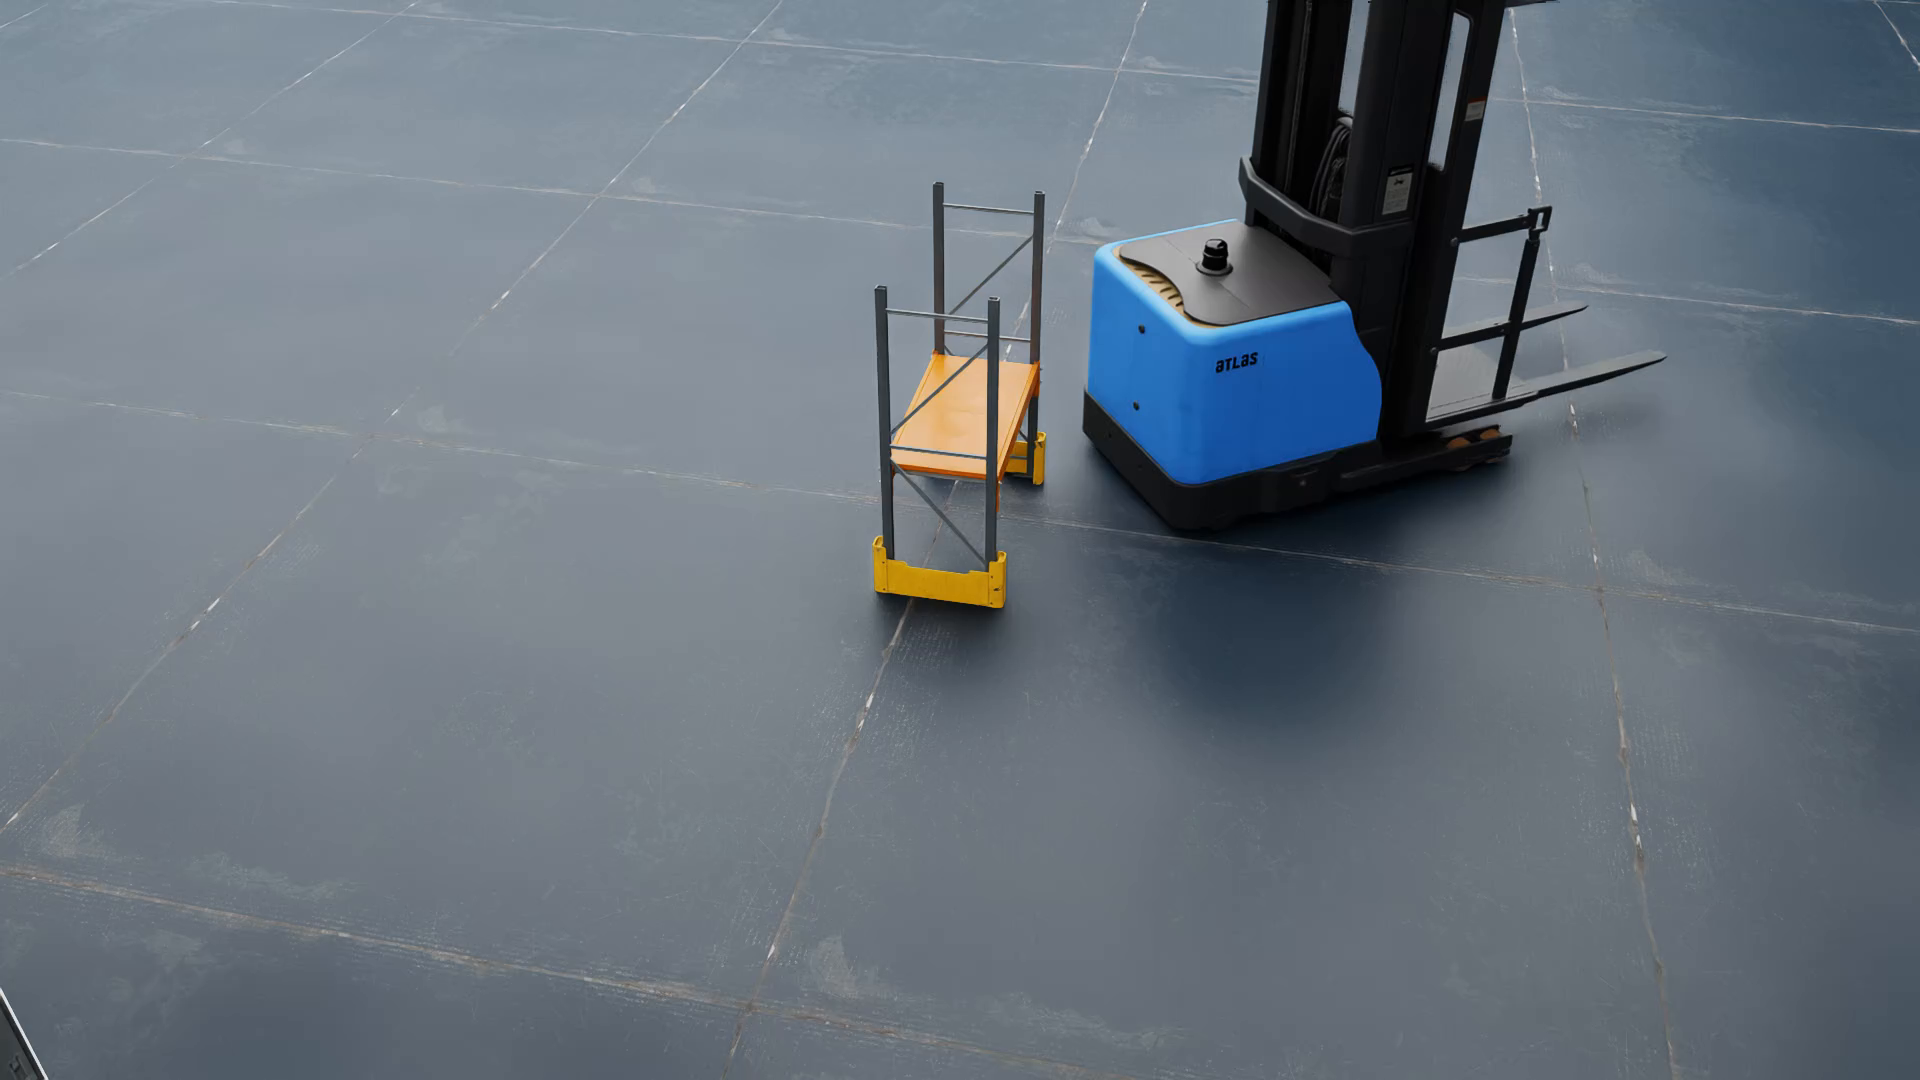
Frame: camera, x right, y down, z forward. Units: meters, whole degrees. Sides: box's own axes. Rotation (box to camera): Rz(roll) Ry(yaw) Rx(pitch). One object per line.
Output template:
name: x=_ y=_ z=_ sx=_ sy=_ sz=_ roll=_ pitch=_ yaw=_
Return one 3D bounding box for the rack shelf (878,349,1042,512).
rack shelf: x=0.018 y=-0.511 z=7.483 sx=0.538 sy=0.185 sz=1.000 roll=7 pitch=37 yaw=10

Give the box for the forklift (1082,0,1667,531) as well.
forklift: x=2.182 y=-1.793 z=7.727 sx=3.031 sy=2.935 sz=1.130 roll=-14 pitch=38 yaw=-19

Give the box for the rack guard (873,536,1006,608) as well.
rack guard: x=-0.090 y=0.141 z=7.343 sx=0.587 sy=0.250 sz=0.087 roll=7 pitch=37 yaw=10

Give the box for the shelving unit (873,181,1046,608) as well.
shelving unit: x=0.016 y=-0.651 z=7.370 sx=0.587 sy=1.500 sz=1.083 roll=7 pitch=37 yaw=10

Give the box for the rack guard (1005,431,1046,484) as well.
rack guard: x=0.123 y=-0.430 z=8.131 sx=0.587 sy=0.250 sz=0.087 roll=7 pitch=37 yaw=10

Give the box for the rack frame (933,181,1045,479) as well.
rack frame: x=0.127 y=-0.948 z=7.779 sx=0.500 sy=1.500 sz=0.032 roll=7 pitch=37 yaw=10

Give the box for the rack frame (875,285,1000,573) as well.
rack frame: x=-0.090 y=-0.365 z=6.975 sx=0.500 sy=1.500 sz=0.032 roll=7 pitch=37 yaw=10
